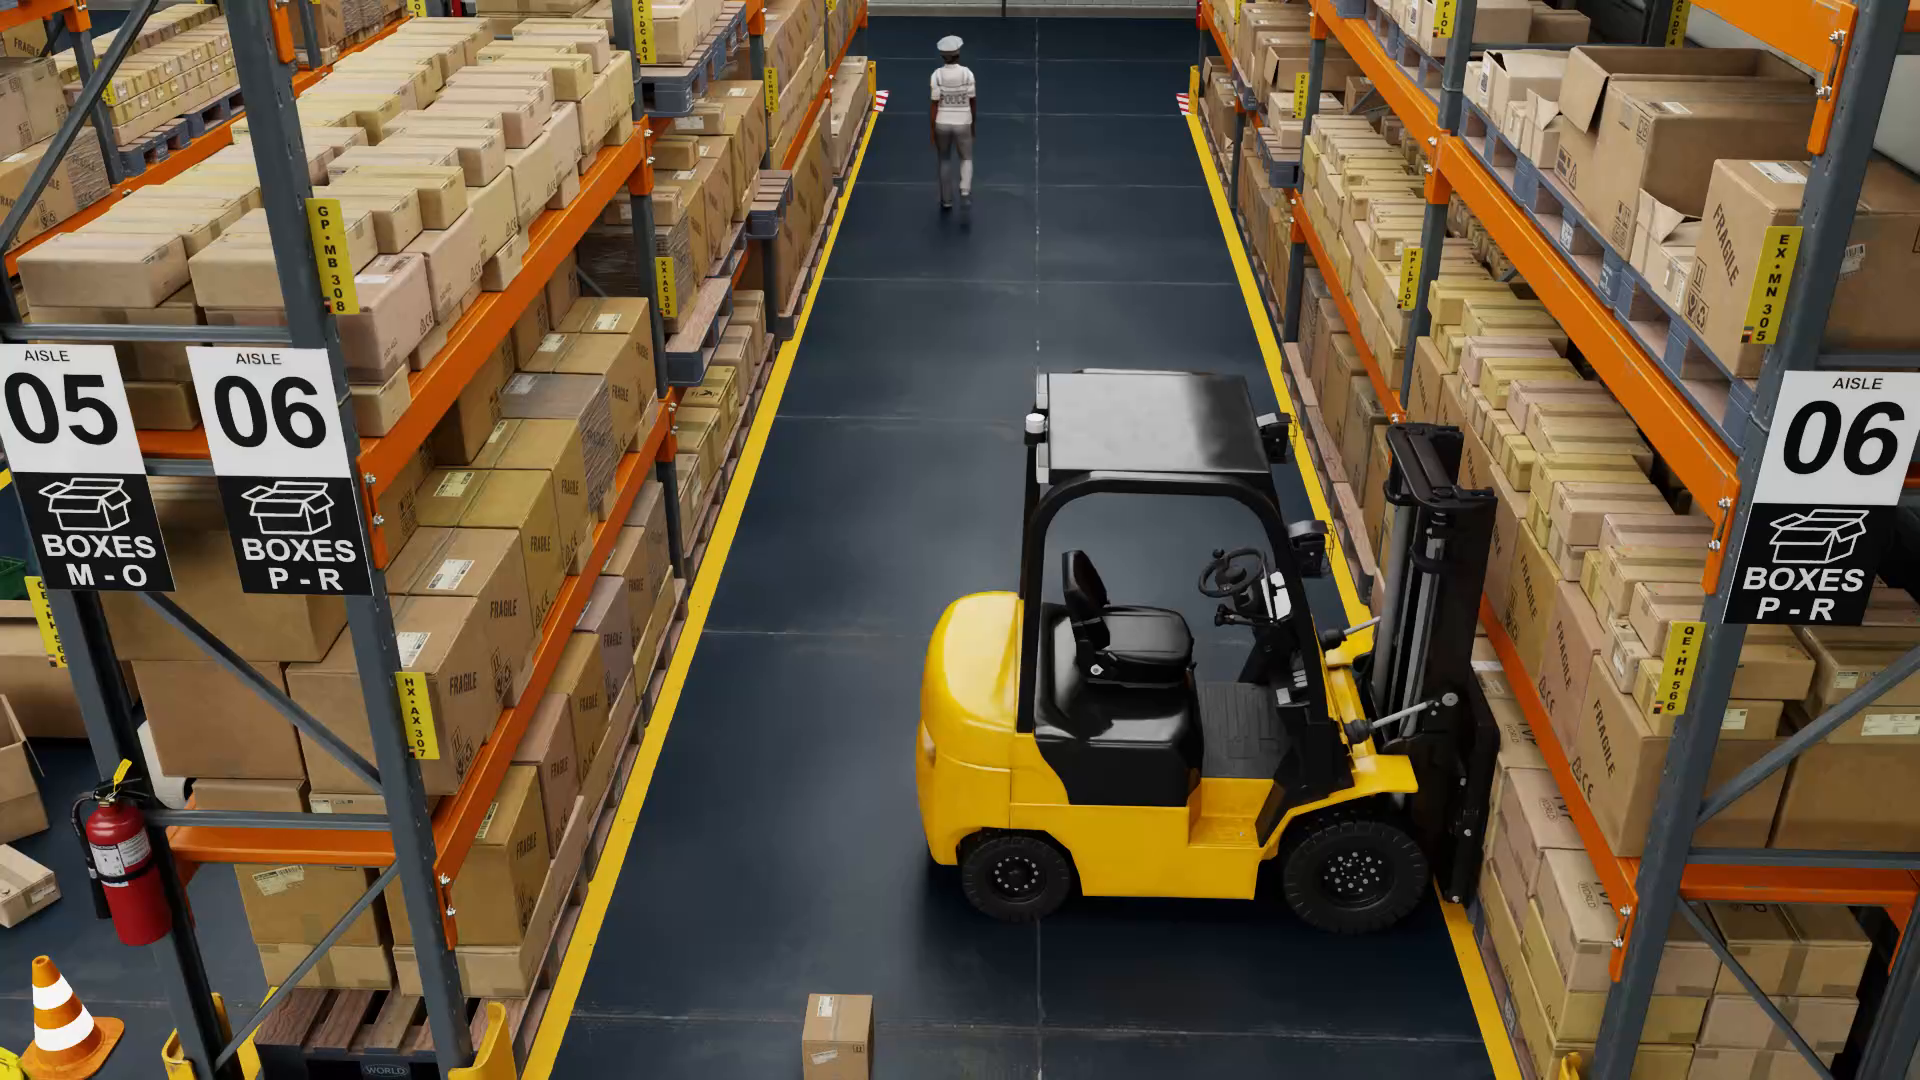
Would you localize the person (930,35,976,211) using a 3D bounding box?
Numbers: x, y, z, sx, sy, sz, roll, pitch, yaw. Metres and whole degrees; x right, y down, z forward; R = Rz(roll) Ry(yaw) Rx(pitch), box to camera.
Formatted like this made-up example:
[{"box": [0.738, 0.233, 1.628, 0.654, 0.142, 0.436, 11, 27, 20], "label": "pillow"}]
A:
[{"box": [-0.067, -3.987, 16.023, 0.450, 1.661, 0.749, 0, 28, 0], "label": "person"}]
